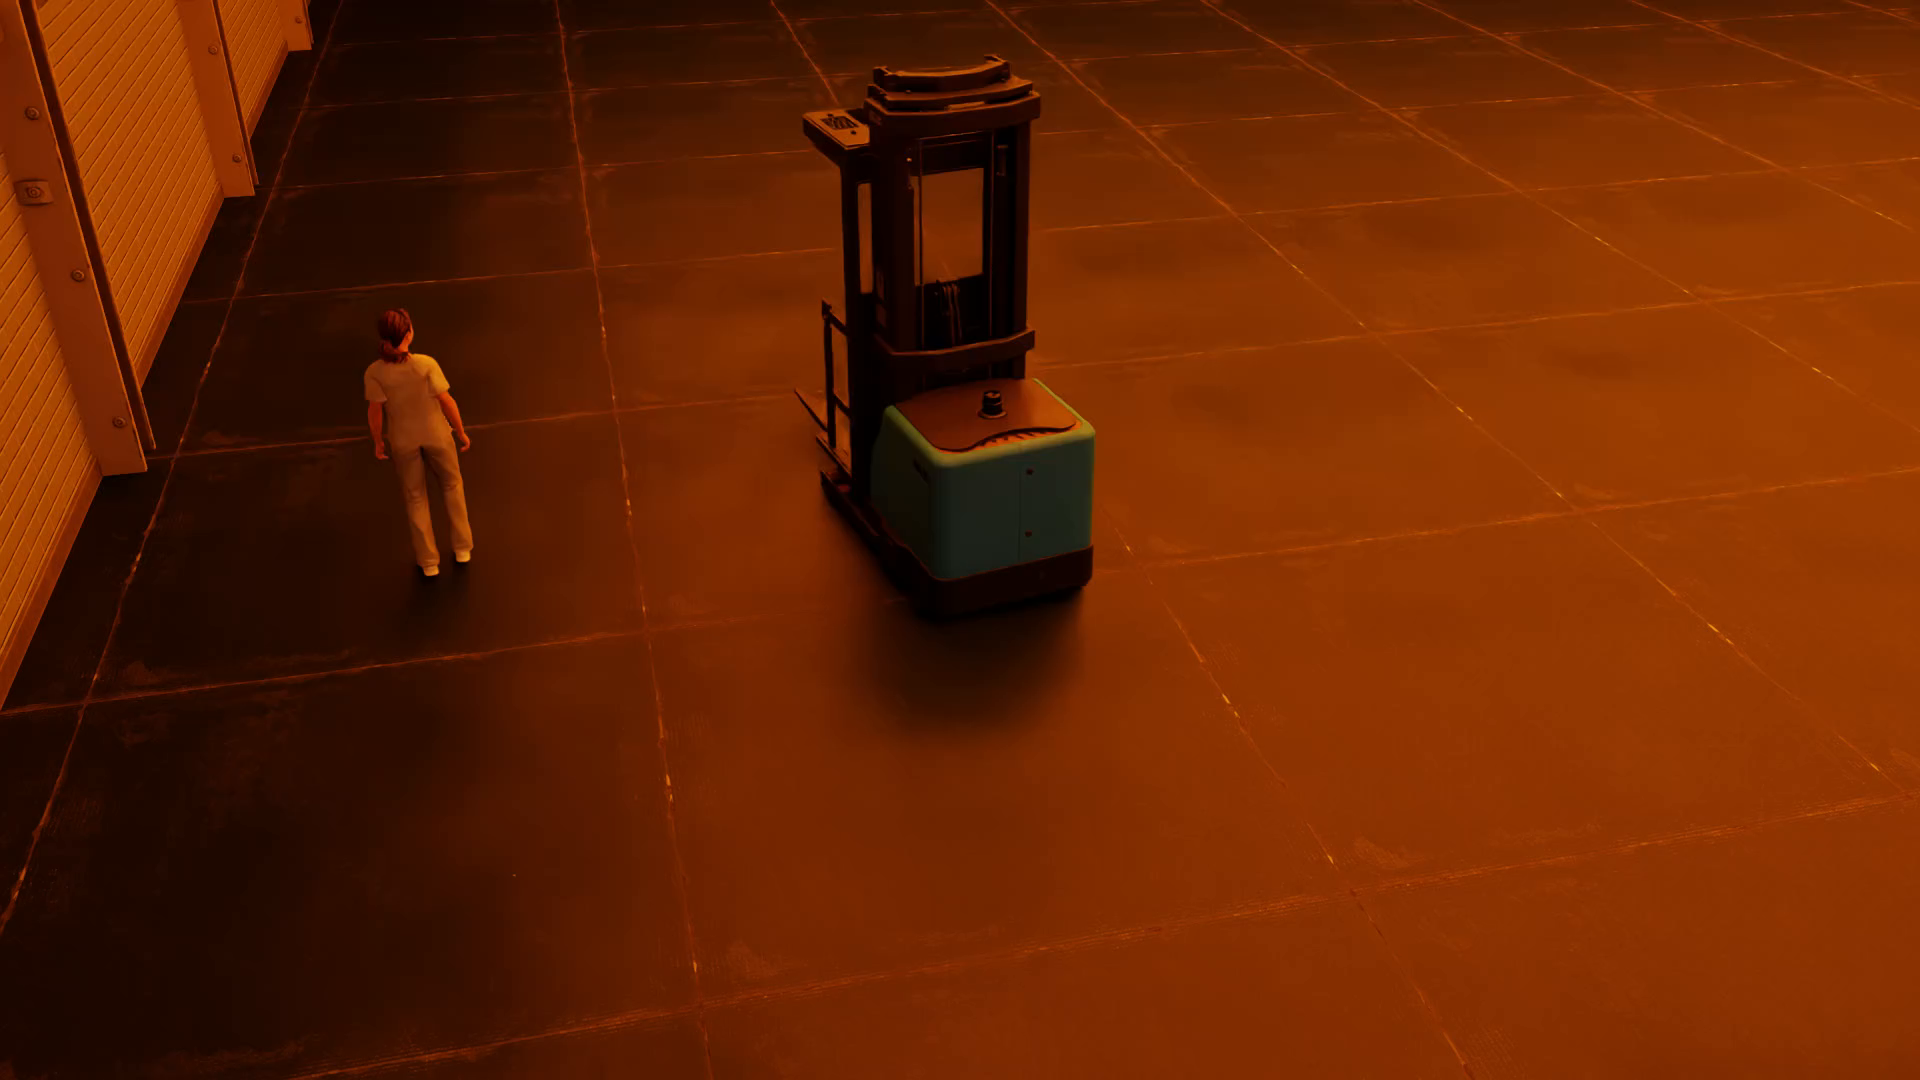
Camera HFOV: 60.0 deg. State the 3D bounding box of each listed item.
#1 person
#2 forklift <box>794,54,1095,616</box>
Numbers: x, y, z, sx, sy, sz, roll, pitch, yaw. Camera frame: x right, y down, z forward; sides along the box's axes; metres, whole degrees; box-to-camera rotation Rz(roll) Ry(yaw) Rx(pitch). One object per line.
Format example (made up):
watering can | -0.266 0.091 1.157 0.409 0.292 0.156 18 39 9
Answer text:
person | -3.179 -0.590 9.822 0.543 1.680 0.407 -8 31 -13
forklift | -0.271 -1.550 10.253 1.130 2.935 3.031 -13 32 -21
